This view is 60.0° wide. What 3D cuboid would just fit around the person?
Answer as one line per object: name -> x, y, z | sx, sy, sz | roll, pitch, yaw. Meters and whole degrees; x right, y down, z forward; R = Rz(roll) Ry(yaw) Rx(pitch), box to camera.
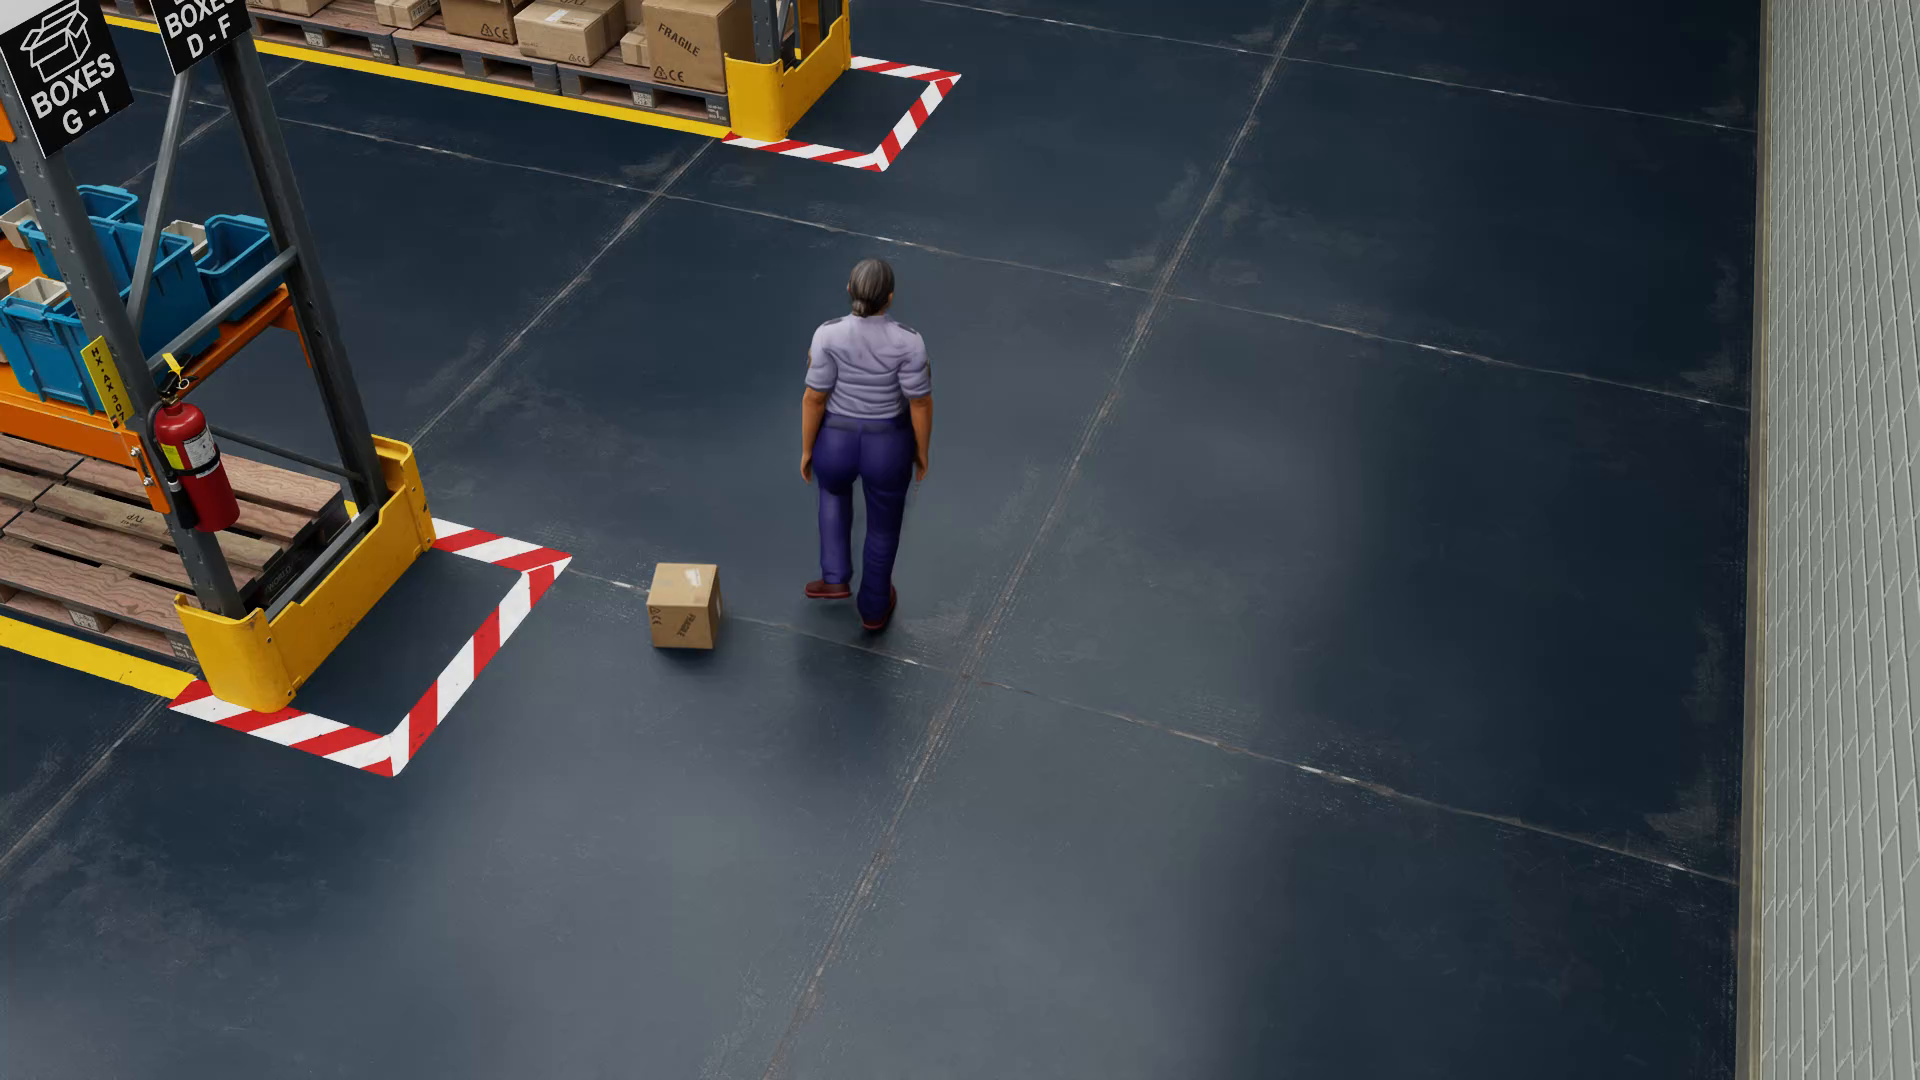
person -> -0.375, -0.366, 6.565 | 0.542, 1.638, 0.445 | 4, 42, 4
